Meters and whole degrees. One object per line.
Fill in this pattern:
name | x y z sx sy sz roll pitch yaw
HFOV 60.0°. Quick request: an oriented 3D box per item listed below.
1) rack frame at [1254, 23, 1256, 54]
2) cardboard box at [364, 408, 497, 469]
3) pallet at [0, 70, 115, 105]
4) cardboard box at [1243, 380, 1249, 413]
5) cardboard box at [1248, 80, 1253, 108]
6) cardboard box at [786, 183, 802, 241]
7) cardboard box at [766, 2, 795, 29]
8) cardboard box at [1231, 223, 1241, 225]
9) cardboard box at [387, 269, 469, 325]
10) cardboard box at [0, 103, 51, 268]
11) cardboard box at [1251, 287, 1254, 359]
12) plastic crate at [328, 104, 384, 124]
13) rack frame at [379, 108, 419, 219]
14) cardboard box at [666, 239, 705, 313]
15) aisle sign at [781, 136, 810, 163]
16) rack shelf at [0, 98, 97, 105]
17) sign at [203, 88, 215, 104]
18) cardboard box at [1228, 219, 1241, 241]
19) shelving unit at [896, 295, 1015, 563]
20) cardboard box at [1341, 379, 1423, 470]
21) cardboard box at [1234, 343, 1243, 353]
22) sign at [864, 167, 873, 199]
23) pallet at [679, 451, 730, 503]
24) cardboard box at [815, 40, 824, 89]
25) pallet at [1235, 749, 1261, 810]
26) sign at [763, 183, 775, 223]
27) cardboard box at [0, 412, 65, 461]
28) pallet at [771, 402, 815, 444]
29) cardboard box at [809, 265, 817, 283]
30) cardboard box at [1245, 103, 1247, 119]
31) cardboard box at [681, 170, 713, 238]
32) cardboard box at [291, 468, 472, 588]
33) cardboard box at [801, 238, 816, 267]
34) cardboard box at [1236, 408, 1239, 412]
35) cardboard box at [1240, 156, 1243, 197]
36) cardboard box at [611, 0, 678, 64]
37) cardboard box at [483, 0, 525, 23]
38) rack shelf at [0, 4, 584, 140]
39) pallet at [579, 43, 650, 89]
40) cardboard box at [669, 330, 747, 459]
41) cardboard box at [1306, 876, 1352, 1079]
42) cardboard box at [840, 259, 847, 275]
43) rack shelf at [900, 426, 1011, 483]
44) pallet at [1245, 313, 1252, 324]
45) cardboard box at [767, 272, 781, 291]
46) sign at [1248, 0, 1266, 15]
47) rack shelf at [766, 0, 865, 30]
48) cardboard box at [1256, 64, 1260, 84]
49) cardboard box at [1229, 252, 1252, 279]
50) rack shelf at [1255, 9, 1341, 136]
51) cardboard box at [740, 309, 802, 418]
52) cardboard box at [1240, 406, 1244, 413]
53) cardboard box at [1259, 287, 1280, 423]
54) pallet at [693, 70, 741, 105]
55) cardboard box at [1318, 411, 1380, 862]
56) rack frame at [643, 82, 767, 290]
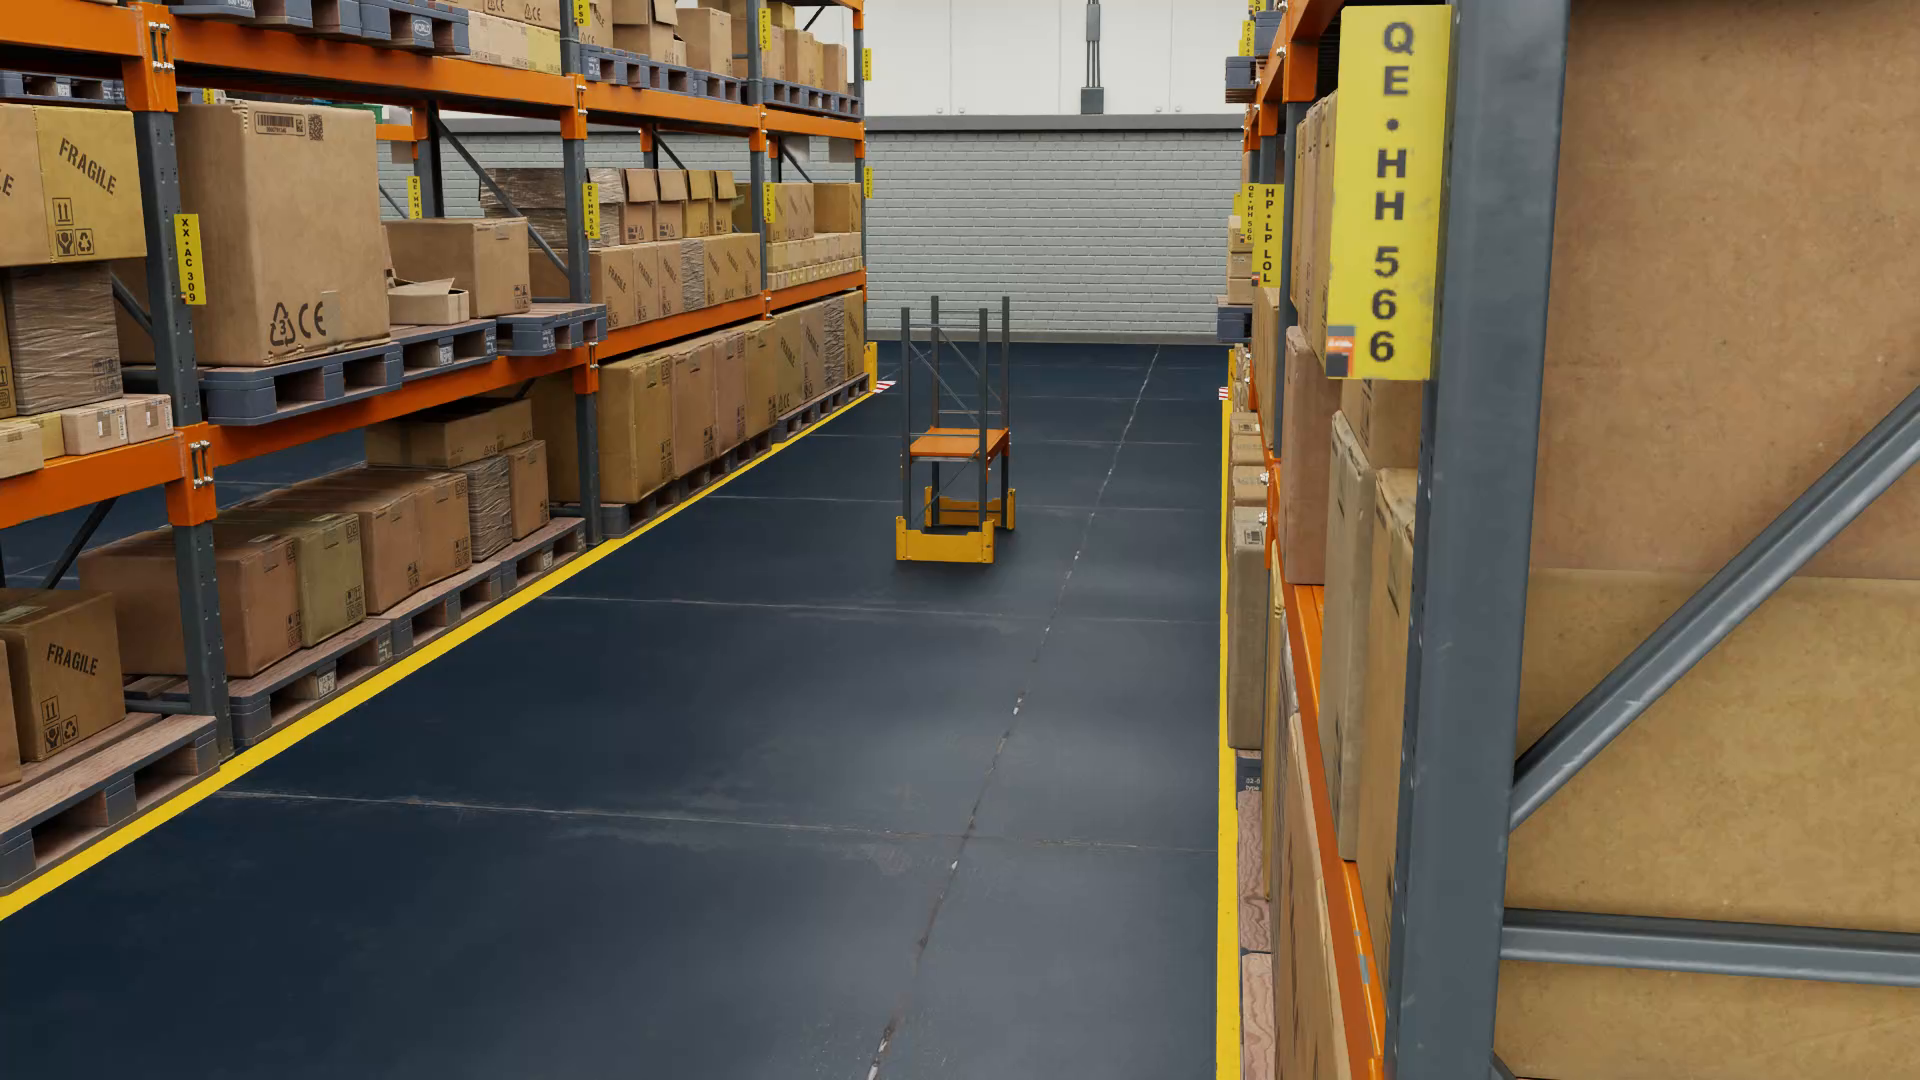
rack frame | 2.763 -5.034 12.491 1.000 3.000 0.127 2 12 9
cardboard box | -2.883 -0.559 9.075 0.500 0.250 0.500 3 13 15
pallet | -7.212 -3.415 12.547 1.003 0.211 1.213 2 12 9
cardboard box | 2.060 -0.875 10.589 0.500 0.250 0.500 2 12 9
cardboard box | 2.571 -3.605 13.338 0.500 0.250 0.500 2 12 10
cardboard box | -1.713 -2.915 14.771 0.500 0.500 0.500 2 12 9
cardboard box | -1.828 -4.831 15.420 0.500 0.250 0.500 1 12 7
cardboard box | 1.851 -1.865 10.217 0.380 0.149 0.250 2 12 10
cardboard box | -2.728 -1.234 8.421 0.396 0.266 0.258 2 12 7
cardboard box | -3.226 -1.094 5.133 0.500 0.500 0.500 2 12 9
cardboard box | 1.812 -1.233 8.856 0.500 0.500 0.500 2 12 9
plastic crate | -6.271 -4.424 17.285 0.450 0.188 0.336 2 12 9
rack frame | -6.402 -3.276 18.575 1.000 3.000 0.127 2 12 9
cardboard box | -2.163 -1.910 11.997 0.500 0.500 0.500 2 12 9
aisle sign | -1.793 -4.411 17.671 0.394 0.787 0.004 2 12 9
rack shelf | -7.324 -3.142 12.539 1.077 0.370 4.000 2 12 9
sign | -6.474 -3.896 14.310 0.100 0.325 0.005 2 12 9
cardboard box | 2.050 -2.138 11.482 0.380 0.149 0.250 2 12 11
shelving unit | -0.012 -0.717 10.262 0.587 1.500 1.083 2 12 9
cardboard box | 1.006 -0.398 2.300 0.875 0.550 0.550 2 12 9
cardboard box | 2.962 -1.938 16.725 0.380 0.149 0.250 1 12 6
sign | -0.974 -3.777 17.588 0.100 0.325 0.005 2 12 9
pallet | -2.352 -0.502 12.322 1.003 0.211 1.213 2 12 9
cardboard box | -1.740 -4.662 16.413 0.700 0.500 0.500 1 12 7
pallet | 1.576 0.764 6.446 1.003 0.211 1.213 2 12 9
sign | -1.585 -2.795 13.781 0.100 0.325 0.005 2 12 9
cardboard box | -3.241 -0.339 5.541 0.380 0.149 0.250 2 12 9
pallet | -1.929 -1.076 14.983 1.003 0.211 1.213 2 12 9
cardboard box | -1.550 -2.481 15.481 0.380 0.149 0.250 2 12 9
cardboard box | 2.971 -4.132 15.783 0.500 0.250 0.500 2 12 10
cardboard box | -2.330 -2.546 12.571 0.797 0.503 0.637 2 12 9
cardboard box | -2.974 -0.069 8.583 0.700 0.500 0.500 3 13 13
cardboard box | -1.636 -2.656 15.346 0.500 0.250 0.500 2 12 10
cardboard box | 2.486 -1.005 13.809 0.380 0.149 0.250 2 12 9
cardboard box | 2.873 -3.319 15.458 0.500 0.500 0.500 2 12 7
cardboard box | -2.445 -3.598 11.708 0.797 0.503 0.637 2 12 8
cardboard box | -2.632 -2.995 8.728 0.500 0.500 0.500 2 12 9
rack shelf | -3.046 -2.149 7.931 1.077 0.370 4.000 2 12 9
pallet | -2.691 -2.960 10.436 1.213 0.211 1.003 2 12 11
cardboard box | -2.338 -1.130 12.662 1.225 0.875 0.875 1 12 7
cardboard box | 0.956 1.087 2.377 0.875 0.875 0.875 2 12 9
cardboard box | -1.355 -2.749 16.727 0.380 0.149 0.250 2 12 10
rack shelf | -0.013 -0.540 10.291 0.538 0.185 1.000 2 12 9
pallet | 2.411 -1.588 11.198 1.003 0.211 1.213 2 12 9
cardboard box | -1.749 -2.211 14.229 0.380 0.149 0.250 2 12 9
sign | 1.612 -3.006 8.972 0.100 0.325 0.005 2 12 9
rack shelf | -1.815 -5.085 15.384 1.077 0.370 4.000 2 12 9
cardboard box | 2.048 -3.015 10.008 0.500 0.500 0.500 2 12 9
cardboard box | 1.773 -1.614 9.756 0.380 0.149 0.250 2 12 10
rack shelf | 1.840 -1.967 7.087 1.077 0.370 4.000 2 12 9
cardboard box | -1.942 -1.584 14.772 0.875 0.875 0.875 2 12 9
cardboard box | 2.139 -0.616 11.168 0.500 0.500 0.500 1 12 6
cardboard box | 1.426 -0.707 6.417 0.500 0.500 0.500 2 12 8
pallet | -2.215 -3.463 12.778 0.805 0.209 1.217 1 12 6
cardboard box | 0.992 0.130 2.416 0.875 0.550 0.550 2 12 9
rack frame | -2.123 -2.283 13.966 1.000 3.000 0.127 2 12 9
